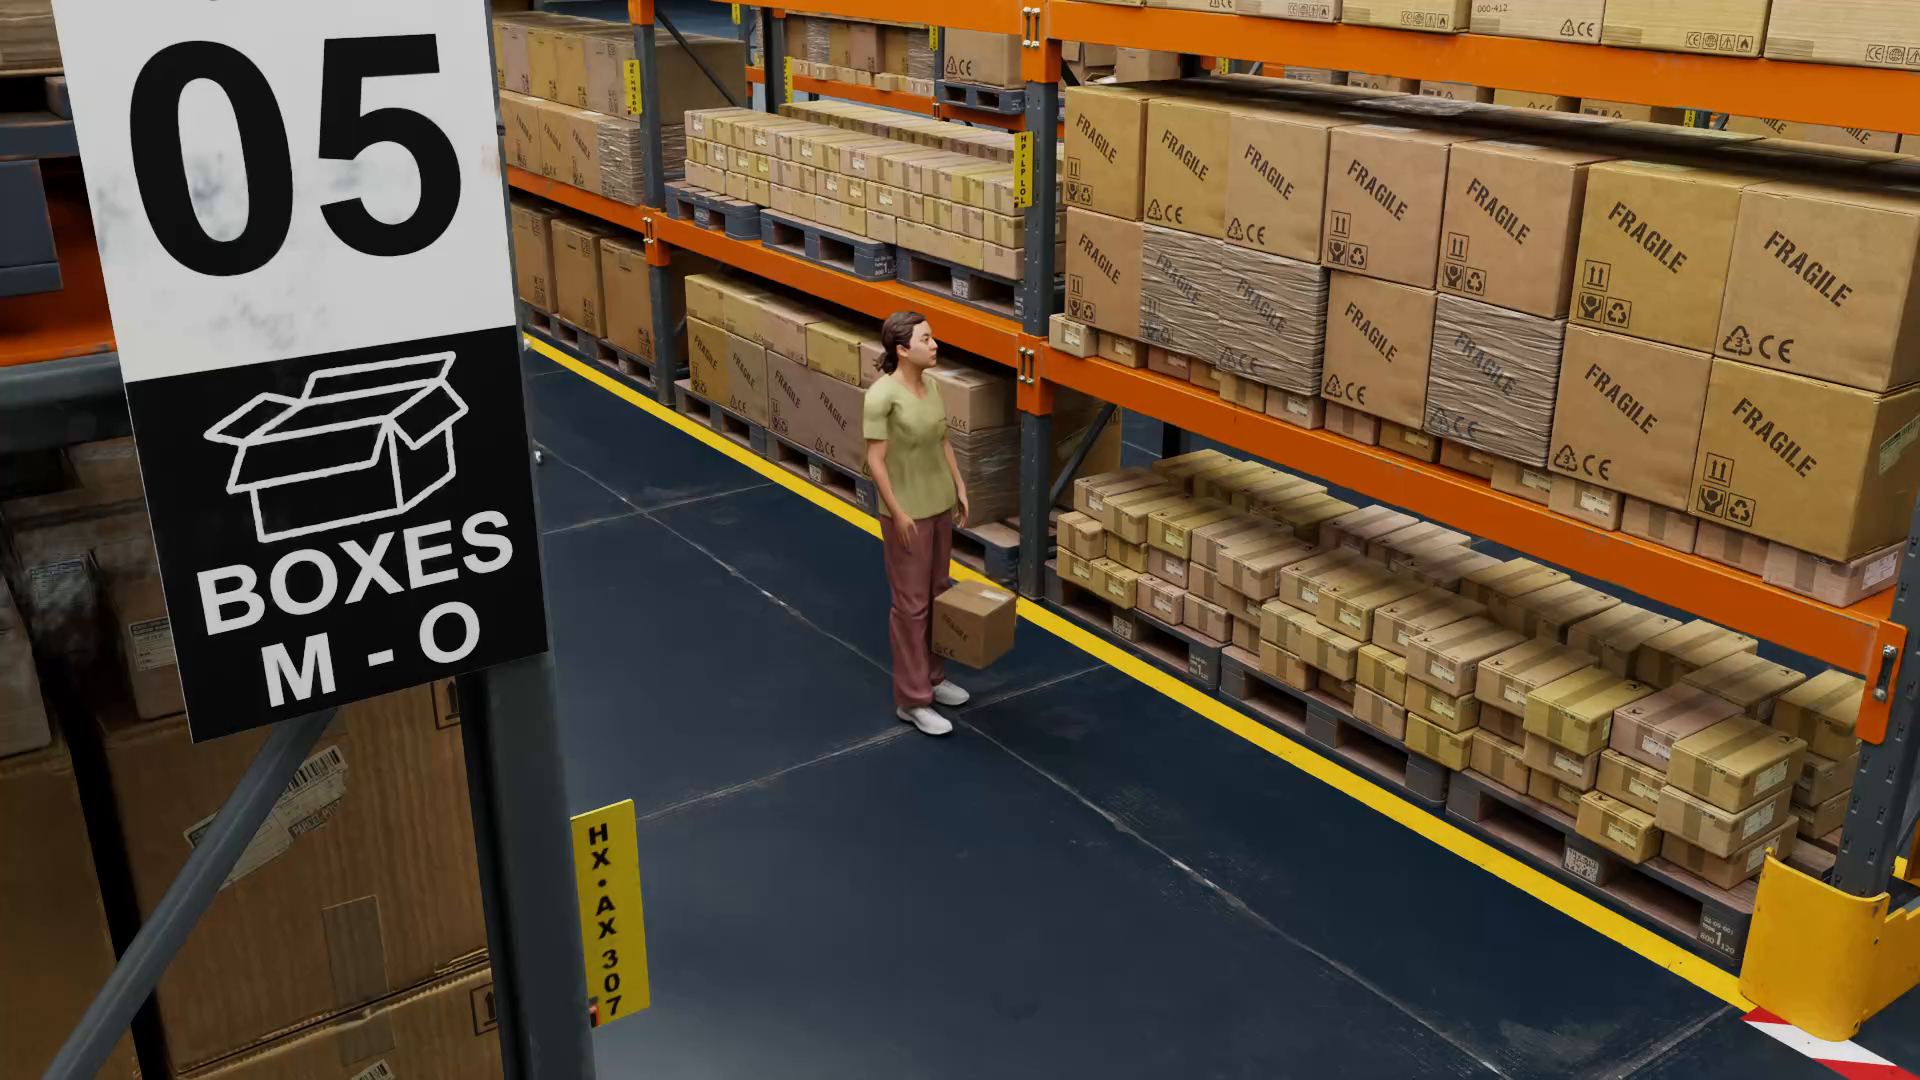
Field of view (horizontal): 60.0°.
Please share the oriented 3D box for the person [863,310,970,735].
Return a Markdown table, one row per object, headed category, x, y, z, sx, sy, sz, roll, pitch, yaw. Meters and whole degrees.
| category | x | y | z | sx | sy | sz | roll | pitch | yaw |
| --- | --- | --- | --- | --- | --- | --- | --- | --- | --- |
| person | -0.129 | -0.097 | 6.810 | 0.552 | 1.674 | 0.536 | 15 | 26 | 33 |
